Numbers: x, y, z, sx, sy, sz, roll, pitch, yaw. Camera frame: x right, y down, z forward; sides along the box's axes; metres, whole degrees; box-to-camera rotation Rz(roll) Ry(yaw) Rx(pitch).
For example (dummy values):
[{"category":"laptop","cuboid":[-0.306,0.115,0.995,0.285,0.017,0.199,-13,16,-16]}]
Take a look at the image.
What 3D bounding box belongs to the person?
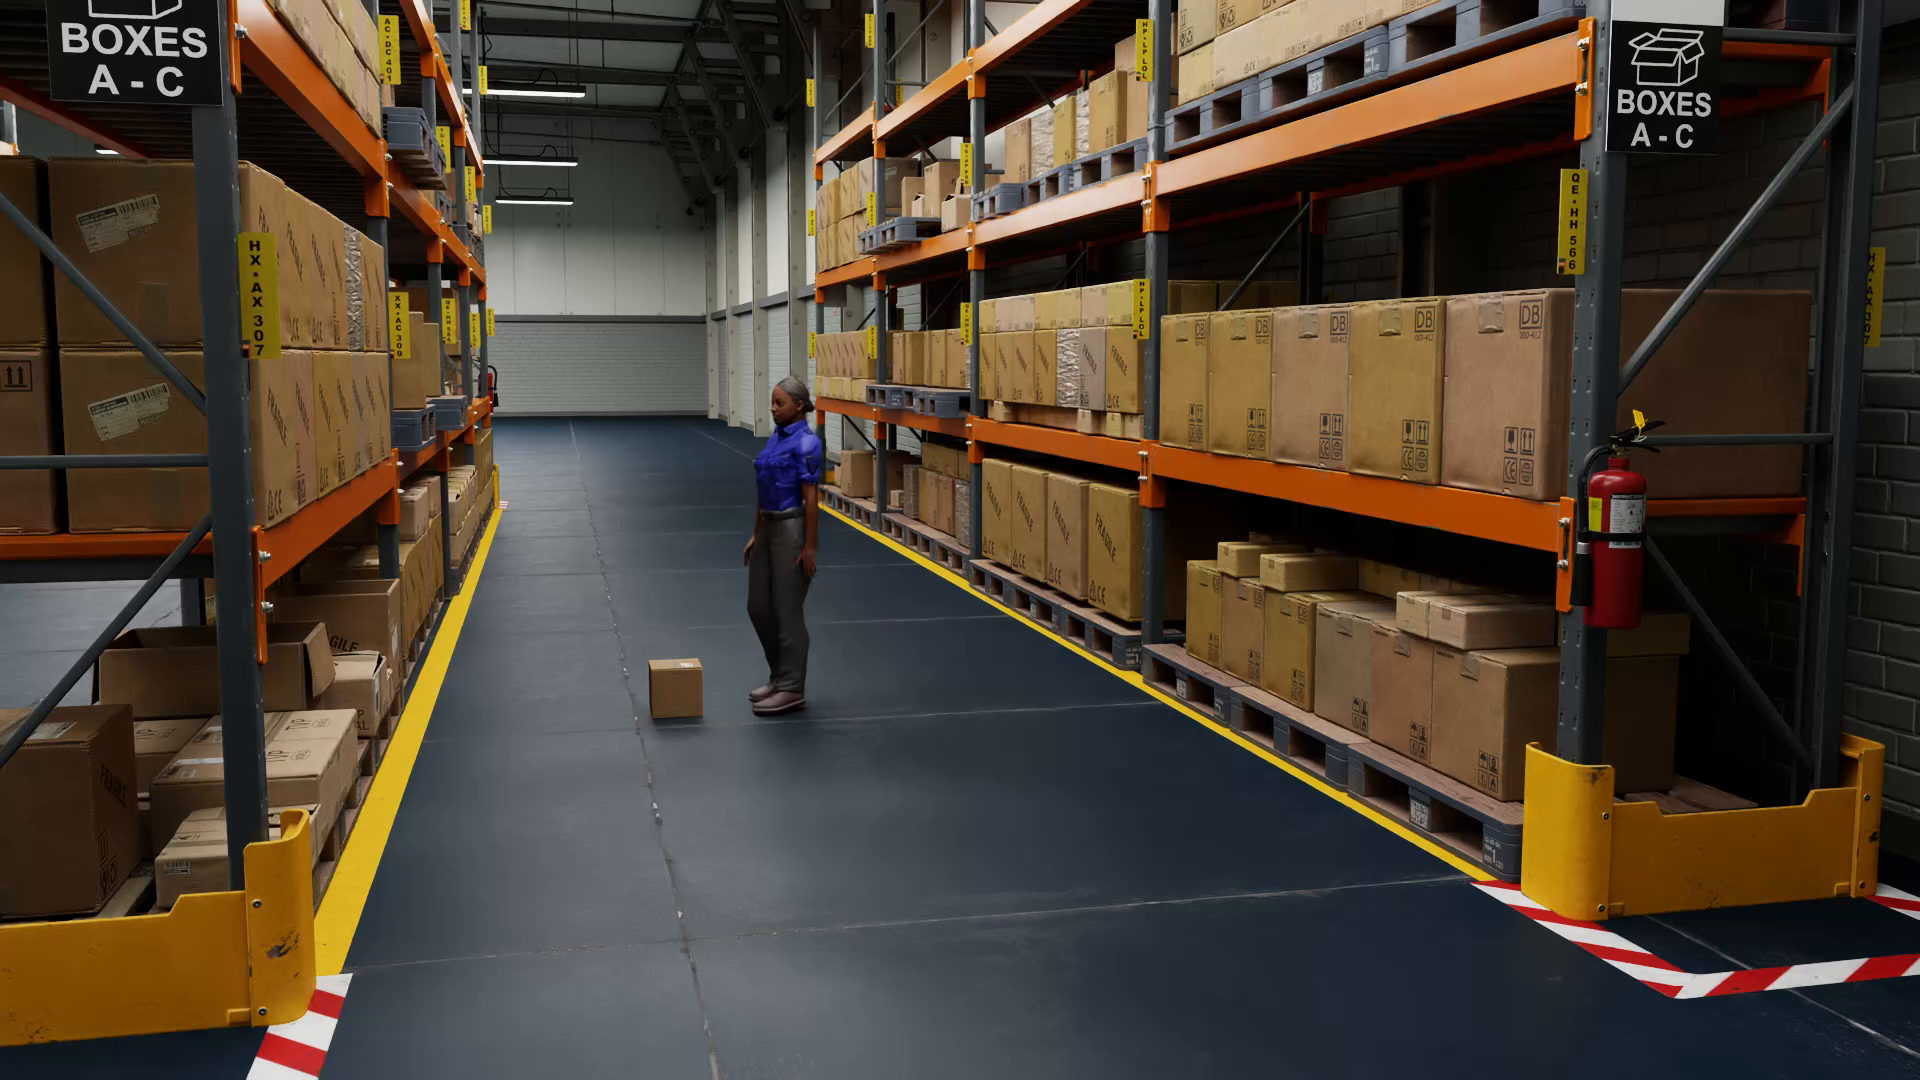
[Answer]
[{"category":"person","cuboid":[-0.954,0.018,8.368,0.385,1.669,0.475,-3,7,-24]}]
